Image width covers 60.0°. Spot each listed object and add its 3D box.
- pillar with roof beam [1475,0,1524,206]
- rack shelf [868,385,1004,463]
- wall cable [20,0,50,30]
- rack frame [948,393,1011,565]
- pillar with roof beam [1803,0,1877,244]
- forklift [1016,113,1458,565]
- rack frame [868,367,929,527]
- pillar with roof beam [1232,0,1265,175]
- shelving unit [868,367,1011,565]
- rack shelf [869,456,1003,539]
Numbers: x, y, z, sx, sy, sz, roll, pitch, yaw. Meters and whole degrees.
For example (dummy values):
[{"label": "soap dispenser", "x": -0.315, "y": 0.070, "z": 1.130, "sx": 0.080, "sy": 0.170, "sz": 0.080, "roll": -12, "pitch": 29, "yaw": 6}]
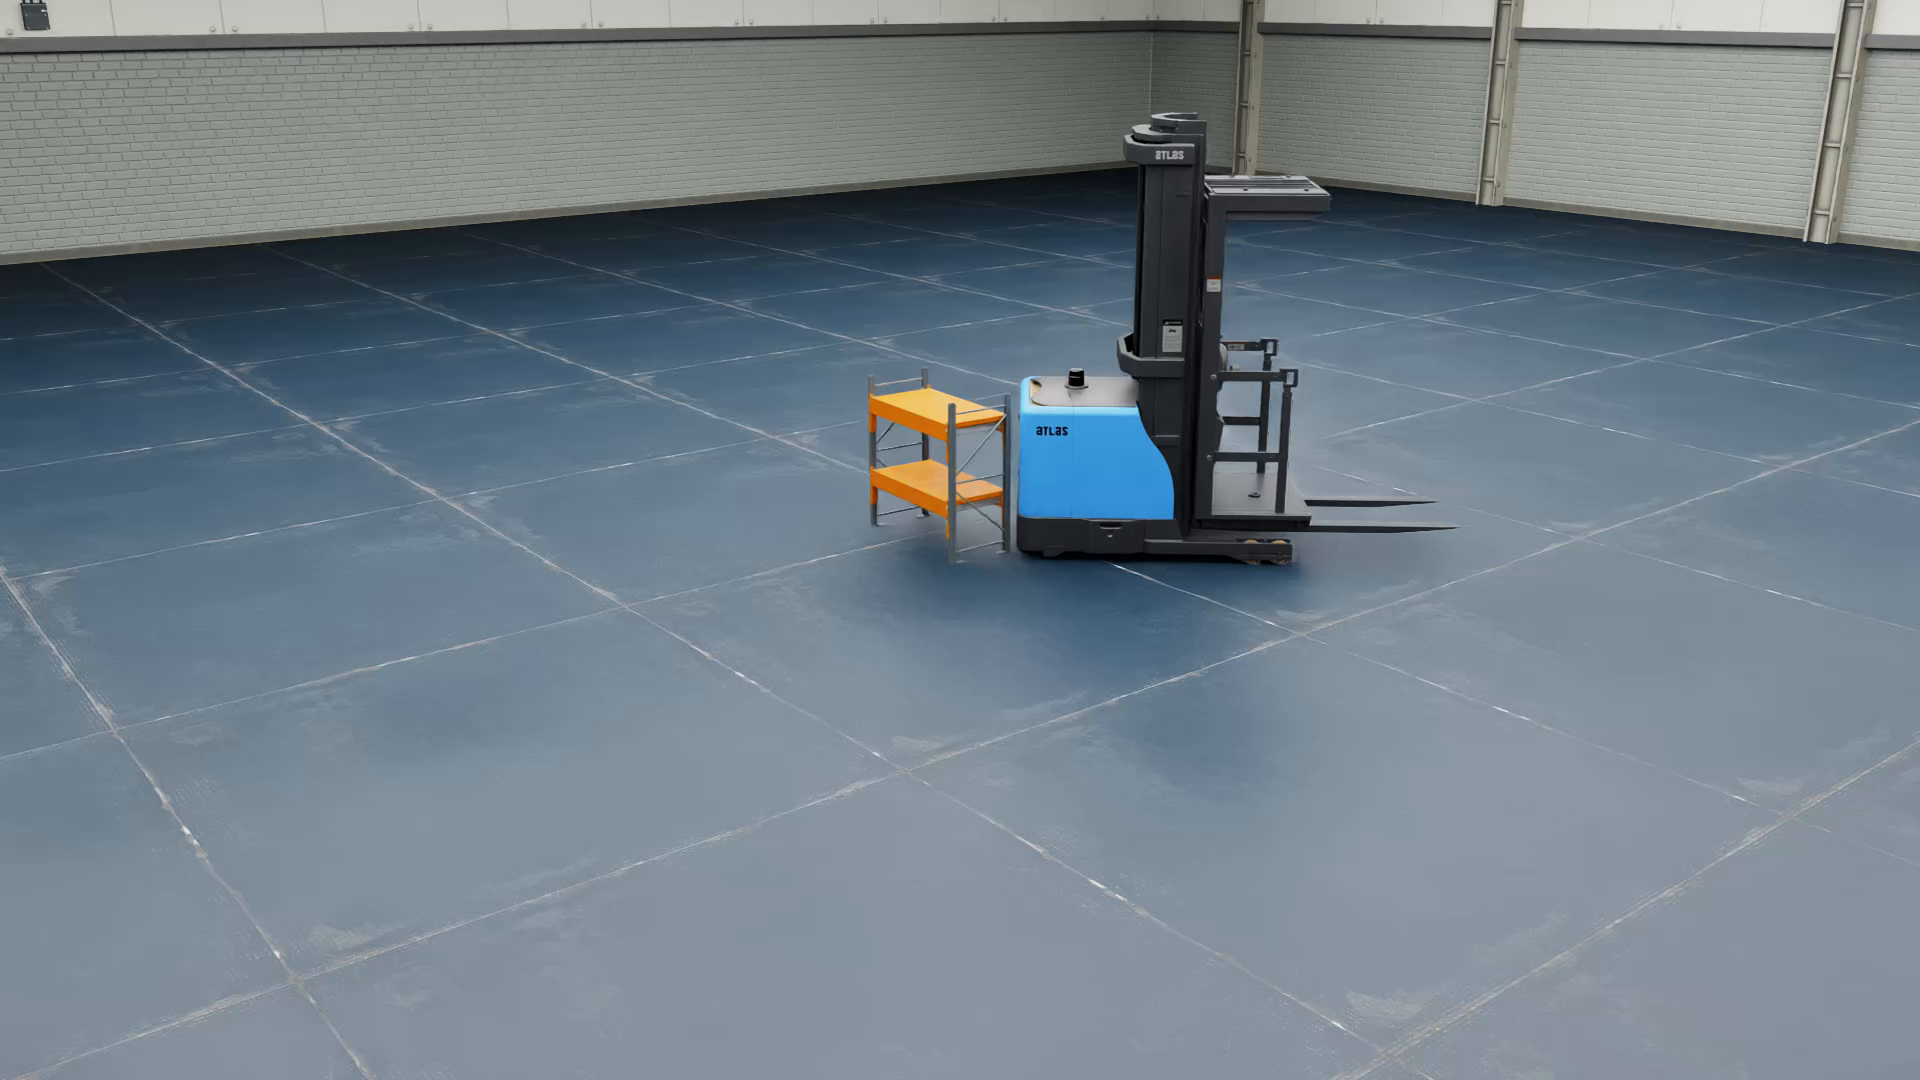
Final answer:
[{"label": "pillar with roof beam", "x": 6.293, "y": -9.556, "z": 26.406, "sx": 9.100, "sy": 9.000, "sz": 0.400, "roll": -14, "pitch": 23, "yaw": -36}, {"label": "rack shelf", "x": -0.154, "y": -0.823, "z": 11.628, "sx": 0.538, "sy": 0.278, "sz": 1.000, "roll": -12, "pitch": 22, "yaw": -33}, {"label": "wall cable", "x": -12.091, "y": -10.174, "z": 22.863, "sx": 2.305, "sy": 6.003, "sz": 0.169, "roll": -14, "pitch": 23, "yaw": -36}, {"label": "rack frame", "x": 0.134, "y": -0.414, "z": 11.322, "sx": 0.500, "sy": 1.125, "sz": 0.032, "roll": -12, "pitch": 22, "yaw": -33}, {"label": "pillar with roof beam", "x": 10.018, "y": -8.078, "z": 21.942, "sx": 9.100, "sy": 9.000, "sz": 0.400, "roll": -14, "pitch": 23, "yaw": -36}, {"label": "forklift", "x": 1.923, "y": -1.393, "z": 11.406, "sx": 3.031, "sy": 2.935, "sz": 1.130, "roll": 1, "pitch": 18, "yaw": 2}, {"label": "rack frame", "x": -0.442, "y": -0.677, "z": 12.117, "sx": 0.500, "sy": 1.125, "sz": 0.032, "roll": -12, "pitch": 22, "yaw": -33}, {"label": "pillar with roof beam", "x": 2.568, "y": -11.035, "z": 30.871, "sx": 9.100, "sy": 9.000, "sz": 0.400, "roll": -14, "pitch": 23, "yaw": -36}, {"label": "shelving unit", "x": -0.154, "y": -0.545, "z": 11.720, "sx": 0.538, "sy": 1.125, "sz": 1.048, "roll": -12, "pitch": 22, "yaw": -33}, {"label": "rack shelf", "x": -0.154, "y": -0.313, "z": 11.796, "sx": 0.538, "sy": 0.278, "sz": 1.000, "roll": -12, "pitch": 22, "yaw": -33}]
